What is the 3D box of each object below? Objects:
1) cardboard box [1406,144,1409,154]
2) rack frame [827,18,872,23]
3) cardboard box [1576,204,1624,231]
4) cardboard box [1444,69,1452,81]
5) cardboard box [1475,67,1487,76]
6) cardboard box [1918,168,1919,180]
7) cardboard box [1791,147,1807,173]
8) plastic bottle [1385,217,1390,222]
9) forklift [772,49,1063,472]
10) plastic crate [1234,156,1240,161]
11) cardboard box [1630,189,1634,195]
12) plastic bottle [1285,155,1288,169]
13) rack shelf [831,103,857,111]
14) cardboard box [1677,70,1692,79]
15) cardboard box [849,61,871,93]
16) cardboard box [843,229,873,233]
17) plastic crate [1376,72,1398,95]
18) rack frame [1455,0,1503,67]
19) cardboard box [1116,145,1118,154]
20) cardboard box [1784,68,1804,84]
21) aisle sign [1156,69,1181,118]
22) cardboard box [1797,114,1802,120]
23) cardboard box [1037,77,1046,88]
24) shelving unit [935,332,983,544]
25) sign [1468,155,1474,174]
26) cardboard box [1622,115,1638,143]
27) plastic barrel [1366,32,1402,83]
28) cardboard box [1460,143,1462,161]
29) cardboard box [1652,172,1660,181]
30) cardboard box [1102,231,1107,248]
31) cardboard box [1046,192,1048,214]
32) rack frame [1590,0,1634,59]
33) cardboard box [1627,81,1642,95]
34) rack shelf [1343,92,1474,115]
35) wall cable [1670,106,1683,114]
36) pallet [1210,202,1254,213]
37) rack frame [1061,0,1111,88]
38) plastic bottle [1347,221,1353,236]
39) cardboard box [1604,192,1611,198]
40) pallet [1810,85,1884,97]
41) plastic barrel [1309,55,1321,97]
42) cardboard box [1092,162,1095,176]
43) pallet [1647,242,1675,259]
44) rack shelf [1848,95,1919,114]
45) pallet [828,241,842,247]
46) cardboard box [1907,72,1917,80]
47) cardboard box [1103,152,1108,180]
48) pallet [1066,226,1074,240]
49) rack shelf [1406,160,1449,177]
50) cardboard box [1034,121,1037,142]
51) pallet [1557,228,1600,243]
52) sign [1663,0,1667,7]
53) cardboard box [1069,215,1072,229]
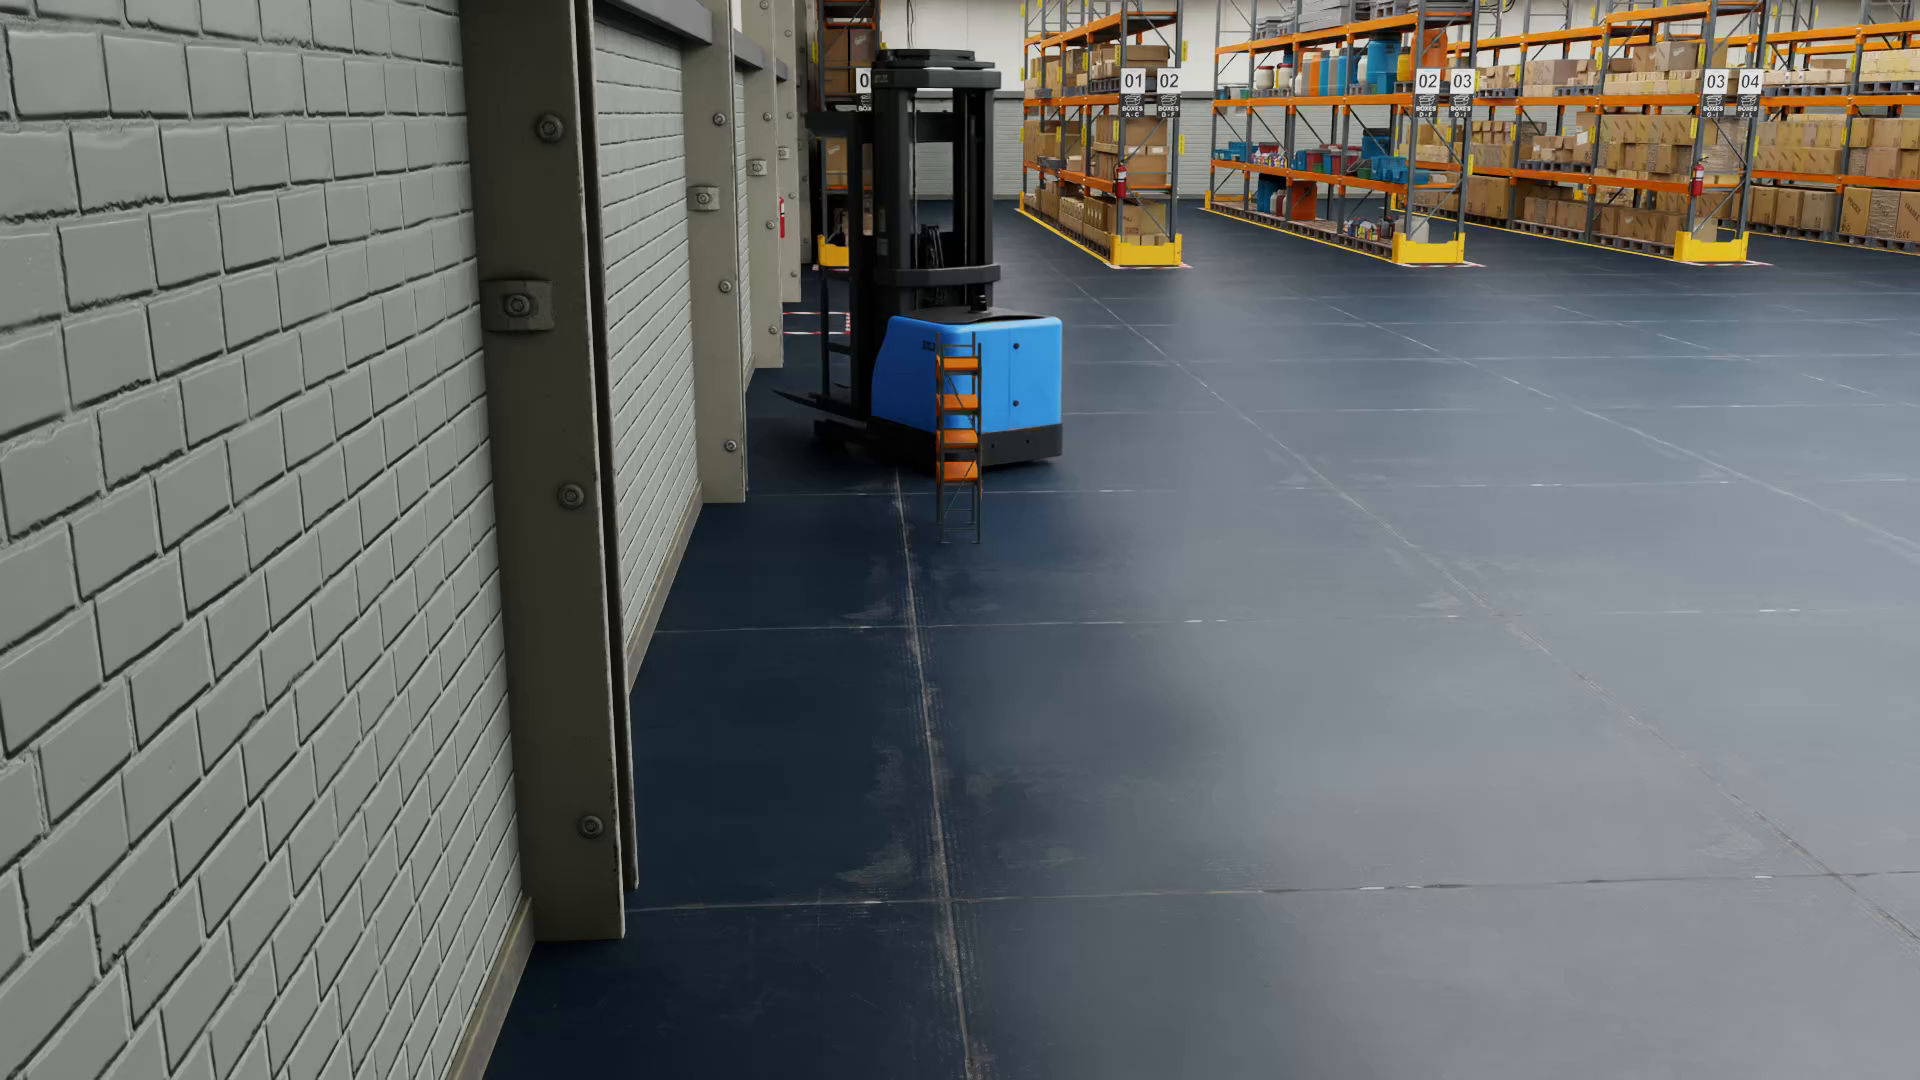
[{"bbox_3d":[11.840,-10.091,42.930,0.500,0.250,0.500,-1,14,-4],"label":"cardboard box"},{"bbox_3d":[-2.295,-10.959,34.559,1.000,3.000,0.127,-1,14,-3],"label":"rack frame"},{"bbox_3d":[12.768,-6.443,33.183,0.700,0.500,0.500,-2,15,-8],"label":"cardboard box"},{"bbox_3d":[12.180,-11.224,40.366,0.700,0.500,0.500,-2,15,-7],"label":"cardboard box"},{"bbox_3d":[12.335,-10.838,39.066,0.700,0.500,0.500,-1,14,-2],"label":"cardboard box"},{"bbox_3d":[17.956,-6.786,30.082,0.875,0.550,0.550,-1,14,-3],"label":"cardboard box"},{"bbox_3d":[17.379,-7.765,33.984,0.500,0.500,0.500,-1,14,-3],"label":"cardboard box"},{"bbox_3d":[8.169,-5.986,31.705,0.144,0.351,0.185,-1,14,-5],"label":"plastic bottle"},{"bbox_3d":[-0.485,-2.213,12.745,1.130,2.935,3.031,-9,17,-32],"label":"forklift"},{"bbox_3d":[7.008,-9.371,40.860,0.437,0.125,0.590,-1,14,-3],"label":"plastic crate"},{"bbox_3d":[16.886,-8.649,41.306,0.380,0.149,0.250,-1,14,-4],"label":"cardboard box"},{"bbox_3d":[7.142,-8.244,36.281,0.061,0.283,0.133,-1,14,-3],"label":"plastic bottle"},{"bbox_3d":[-2.419,-9.655,36.956,1.077,0.370,4.000,-1,14,-3],"label":"rack shelf"},{"bbox_3d":[12.678,-8.063,28.827,0.380,0.149,0.250,-2,15,-6],"label":"cardboard box"},{"bbox_3d":[-1.570,-7.662,27.523,0.500,0.500,0.500,-1,14,-2],"label":"cardboard box"},{"bbox_3d":[-1.787,-5.290,29.079,0.500,0.311,0.500,0,14,1],"label":"cardboard box"},{"bbox_3d":[7.670,-8.131,29.622,0.392,0.384,0.575,-1,14,-3],"label":"plastic crate"},{"bbox_3d":[12.289,-12.183,39.317,1.000,3.000,0.127,-1,14,-3],"label":"rack frame"},{"bbox_3d":[2.897,-6.724,28.639,0.380,0.149,0.250,-1,14,-4],"label":"cardboard box"},{"bbox_3d":[17.382,-9.560,34.277,0.500,0.311,0.500,-1,14,-4],"label":"cardboard box"},{"bbox_3d":[3.455,-7.388,27.505,0.394,0.787,0.004,-1,14,-3],"label":"aisle sign"},{"bbox_3d":[21.743,-10.857,42.693,0.380,0.149,0.250,-1,14,-3],"label":"cardboard box"},{"bbox_3d":[2.100,-10.864,39.510,0.500,0.250,0.500,-1,14,-3],"label":"cardboard box"},{"bbox_3d":[-0.010,-0.622,10.037,0.258,1.200,0.503,-1,14,-3],"label":"shelving unit"},{"bbox_3d":[8.638,-6.358,28.162,0.100,0.325,0.005,-1,14,-3],"label":"sign"},{"bbox_3d":[12.622,-7.600,30.741,0.500,0.500,0.500,-1,14,-3],"label":"cardboard box"},{"bbox_3d":[7.796,-8.861,30.577,0.600,0.901,0.708,-1,14,-3],"label":"plastic barrel"},{"bbox_3d":[12.100,-9.083,39.107,0.500,0.500,0.500,-1,14,-3],"label":"cardboard box"},{"bbox_3d":[12.715,-6.550,29.967,0.380,0.149,0.250,-1,14,-3],"label":"cardboard box"},{"bbox_3d":[2.774,-5.266,29.148,0.500,0.250,0.500,-1,14,-3],"label":"cardboard box"},{"bbox_3d":[2.256,-7.747,38.250,0.500,0.500,0.500,-1,14,-3],"label":"cardboard box"},{"bbox_3d":[16.998,-13.229,43.383,1.000,3.000,0.127,-1,14,-3],"label":"rack frame"},{"bbox_3d":[12.615,-8.297,30.534,0.500,0.250,0.500,-1,15,-6],"label":"cardboard box"},{"bbox_3d":[7.965,-7.818,29.817,1.077,0.370,4.000,-1,14,-3],"label":"rack shelf"},{"bbox_3d":[21.559,-12.334,49.844,0.585,1.953,0.123,-1,14,-3],"label":"wall cable"},{"bbox_3d":[7.110,-8.640,43.182,1.003,0.211,1.213,-1,14,-3],"label":"pallet"},{"bbox_3d":[2.649,-11.036,34.860,1.000,3.000,0.127,-1,14,-3],"label":"rack frame"},{"bbox_3d":[7.471,-5.939,31.674,0.152,0.276,0.135,0,14,-1],"label":"plastic bottle"},{"bbox_3d":[16.857,-8.898,42.870,0.380,0.149,0.250,-2,15,-6],"label":"cardboard box"},{"bbox_3d":[17.635,-8.927,33.065,0.805,0.209,1.217,-1,15,-6],"label":"pallet"},{"bbox_3d":[7.468,-9.497,34.035,0.600,0.830,0.708,-1,14,-3],"label":"plastic barrel"},{"bbox_3d":[2.823,-7.185,32.233,0.500,0.250,0.500,0,14,0],"label":"cardboard box"},{"bbox_3d":[13.013,-5.164,29.674,1.003,0.211,1.213,-1,14,-3],"label":"pallet"},{"bbox_3d":[17.865,-7.946,30.314,1.077,0.370,4.000,-1,14,-3],"label":"rack shelf"},{"bbox_3d":[-1.891,-5.237,29.958,1.003,0.211,1.213,-1,14,-3],"label":"pallet"},{"bbox_3d":[17.519,-8.448,30.282,0.380,0.149,0.250,-1,14,-3],"label":"cardboard box"},{"bbox_3d":[2.997,-6.818,30.305,0.700,0.500,0.500,-1,14,-3],"label":"cardboard box"},{"bbox_3d":[2.734,-6.272,33.980,1.003,0.211,1.213,-1,14,-3],"label":"pallet"},{"bbox_3d":[12.165,-9.426,42.087,1.077,0.370,4.000,-1,14,-3],"label":"rack shelf"},{"bbox_3d":[2.077,-9.907,40.305,0.500,0.500,0.500,-1,14,-5],"label":"cardboard box"},{"bbox_3d":[12.735,-6.131,33.432,1.003,0.211,1.213,-1,14,-3],"label":"pallet"},{"bbox_3d":[16.703,-12.721,39.376,0.100,0.325,0.005,-1,14,-3],"label":"sign"},{"bbox_3d":[2.490,-6.486,33.890,0.500,0.250,0.500,-1,14,-2],"label":"cardboard box"}]
